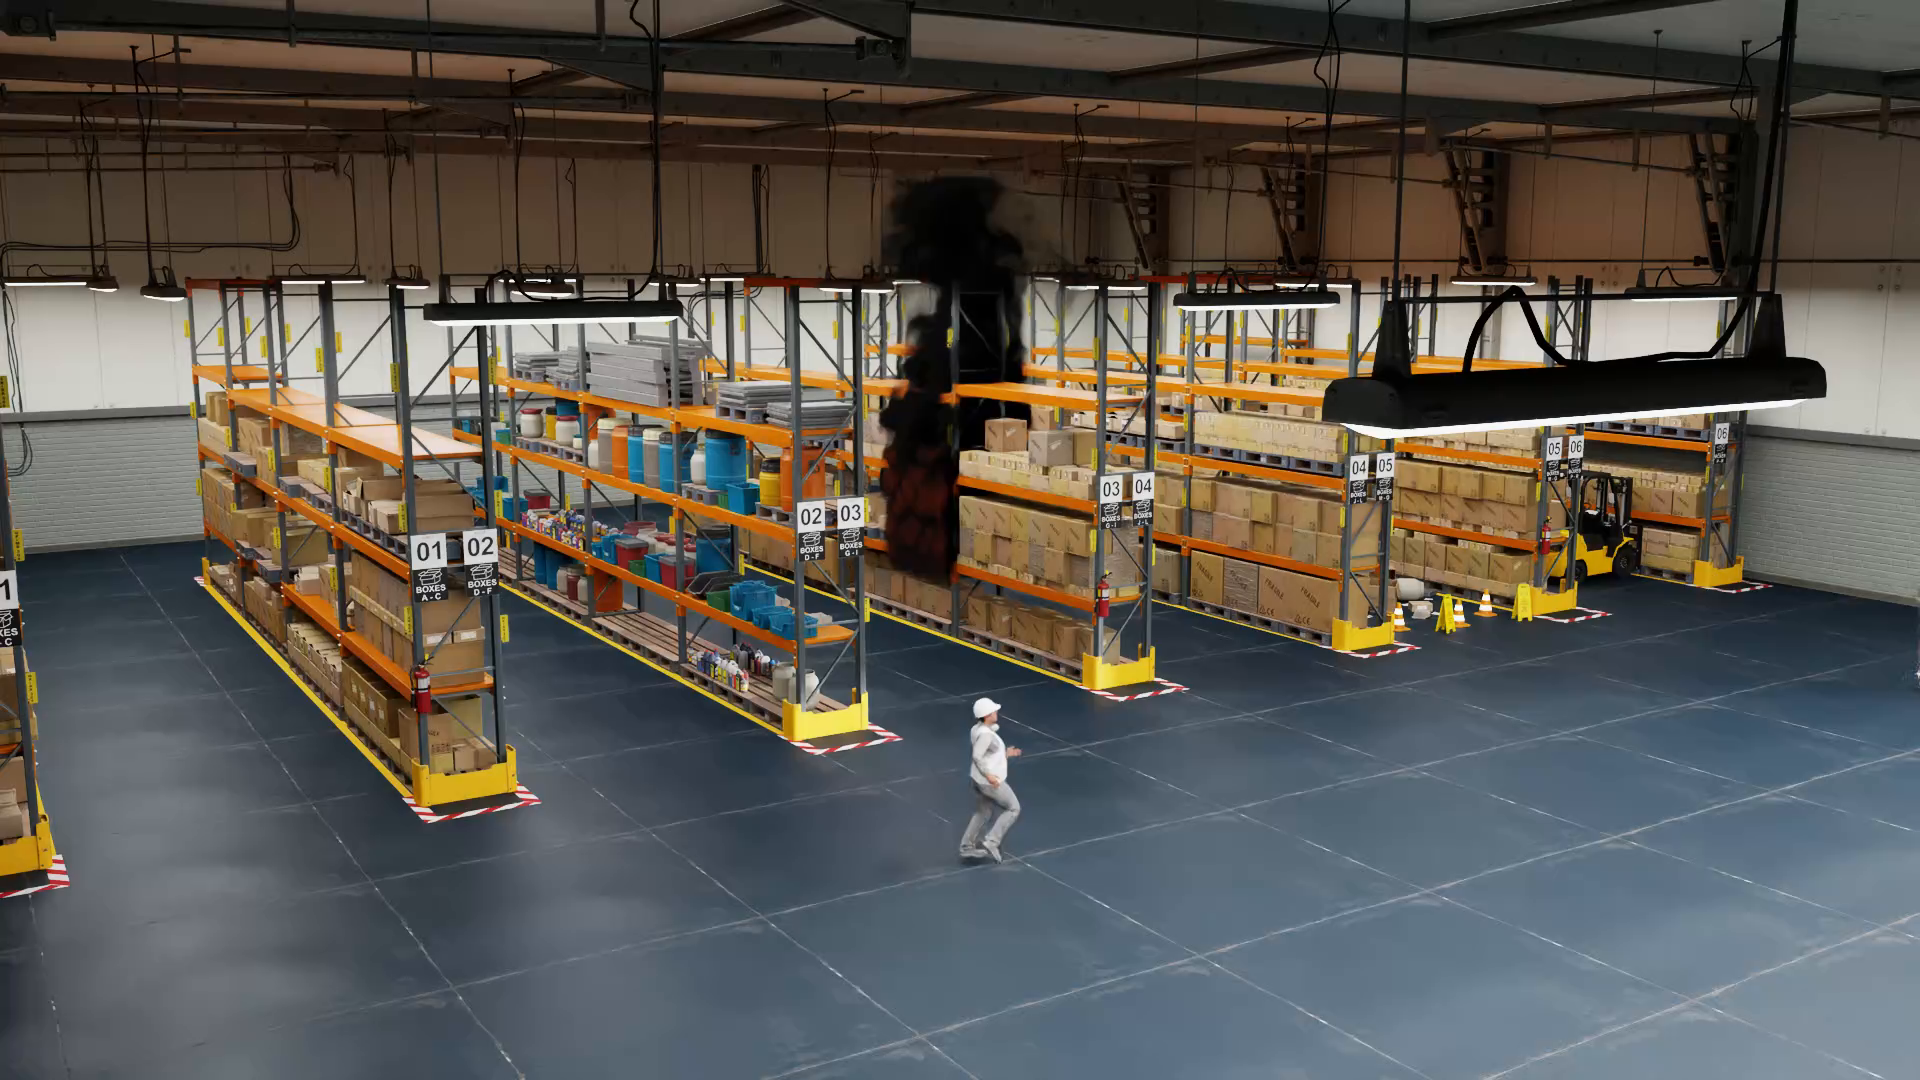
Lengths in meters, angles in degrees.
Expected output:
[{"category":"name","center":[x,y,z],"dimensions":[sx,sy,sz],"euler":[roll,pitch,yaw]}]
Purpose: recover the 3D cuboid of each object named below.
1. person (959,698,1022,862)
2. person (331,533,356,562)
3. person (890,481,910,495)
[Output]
[{"category":"person","center":[0.331,2.540,17.607],"dimensions":[0.693,1.771,0.629],"euler":[-3,10,-18]},{"category":"person","center":[-12.363,-0.063,33.270],"dimensions":[0.606,1.681,0.676],"euler":[-9,13,-43]},{"category":"person","center":[-1.537,-1.602,42.577],"dimensions":[0.688,1.671,0.697],"euler":[-5,11,-28]}]
